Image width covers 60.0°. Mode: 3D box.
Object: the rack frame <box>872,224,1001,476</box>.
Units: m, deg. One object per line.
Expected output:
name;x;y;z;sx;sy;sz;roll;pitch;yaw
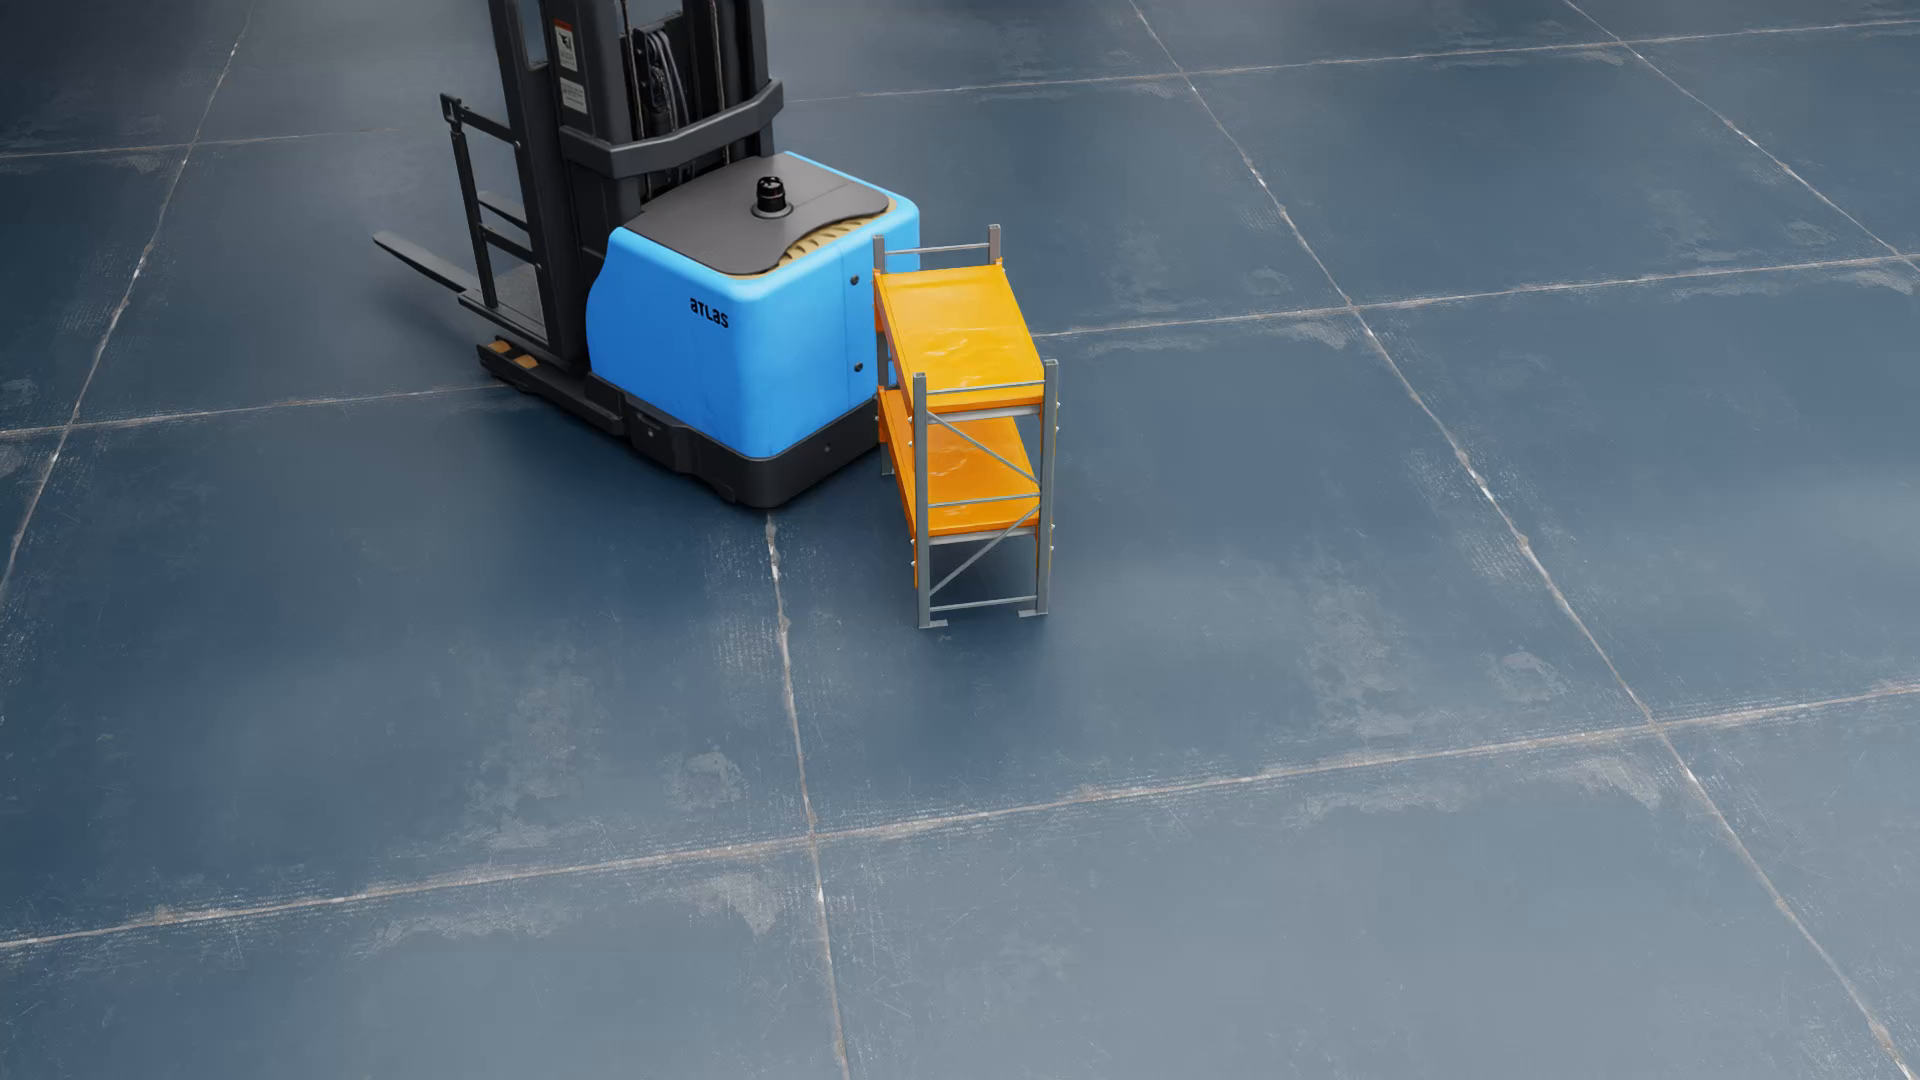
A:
rack frame;-0.090;-0.755;6.805;0.500;1.125;0.032;-6;38;-8

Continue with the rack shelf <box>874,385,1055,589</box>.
rack shelf;-0.001;-0.255;6.560;0.538;0.278;1.000;-6;38;-8

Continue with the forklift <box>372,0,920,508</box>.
forklift;-1.595;-2.055;7.006;3.031;2.935;1.130;28;46;31

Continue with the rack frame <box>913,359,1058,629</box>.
rack frame;0.088;-0.141;6.015;0.500;1.125;0.032;-6;38;-8

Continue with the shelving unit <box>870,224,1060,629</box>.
shelving unit;-0.001;-0.448;6.410;0.538;1.125;1.048;-6;38;-8

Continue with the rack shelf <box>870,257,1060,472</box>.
rack shelf;-0.001;-0.679;6.231;0.538;0.278;1.000;-6;38;-8
